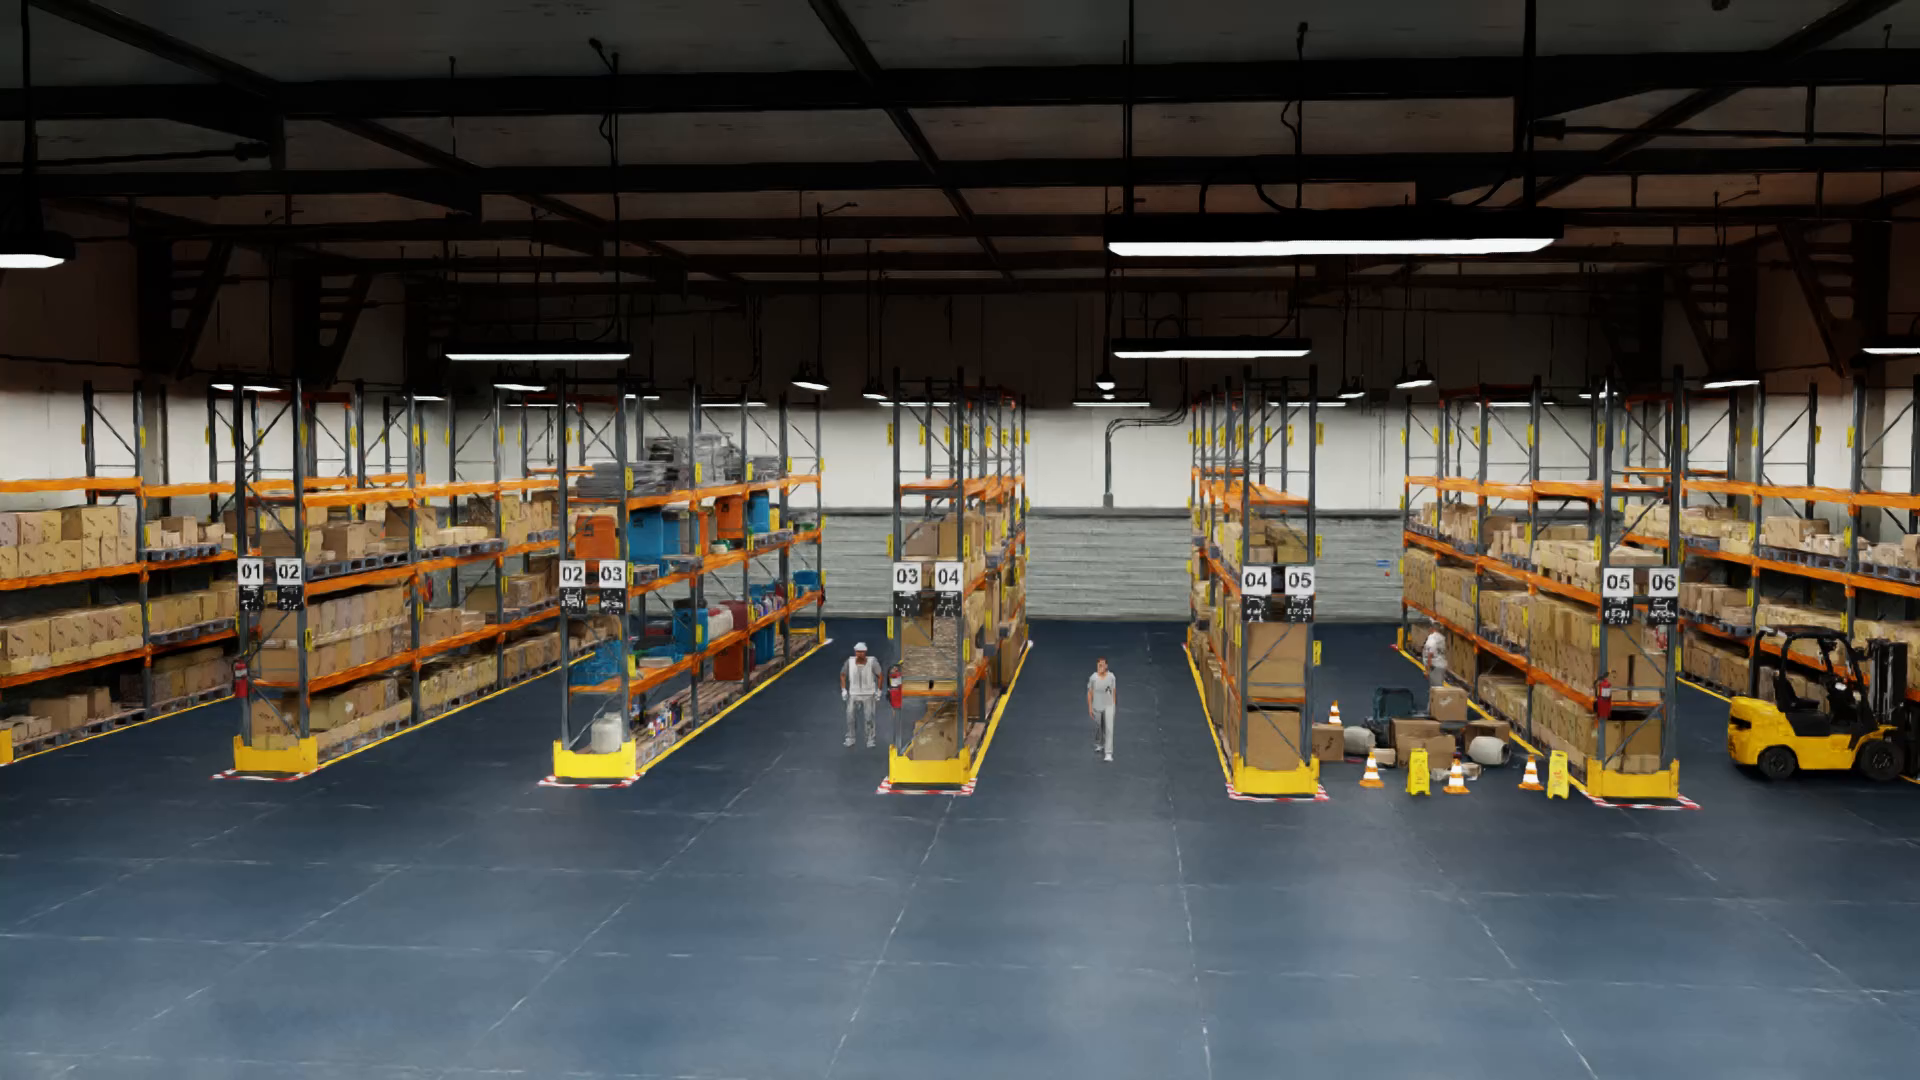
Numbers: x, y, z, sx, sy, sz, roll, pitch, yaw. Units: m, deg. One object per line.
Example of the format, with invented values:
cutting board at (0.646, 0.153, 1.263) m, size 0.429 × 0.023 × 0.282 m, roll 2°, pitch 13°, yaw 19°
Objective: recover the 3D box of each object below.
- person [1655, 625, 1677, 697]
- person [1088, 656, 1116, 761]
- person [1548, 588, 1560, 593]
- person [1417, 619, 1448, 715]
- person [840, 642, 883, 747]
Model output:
person at (13.529, 2.106, 32.042) m, size 0.581 × 1.785 × 0.662 m, roll 2°, pitch 4°, yaw 27°
person at (2.201, 2.591, 25.829) m, size 0.446 × 1.578 × 1.110 m, roll 0°, pitch 4°, yaw 7°
person at (13.414, 1.782, 37.628) m, size 0.572 × 1.767 × 0.738 m, roll 1°, pitch 4°, yaw 12°
person at (8.399, 2.278, 29.550) m, size 0.593 × 1.743 × 0.652 m, roll 2°, pitch 4°, yaw 31°
person at (-1.589, 2.481, 26.745) m, size 0.702 × 1.735 × 0.549 m, roll 0°, pitch 4°, yaw 4°
